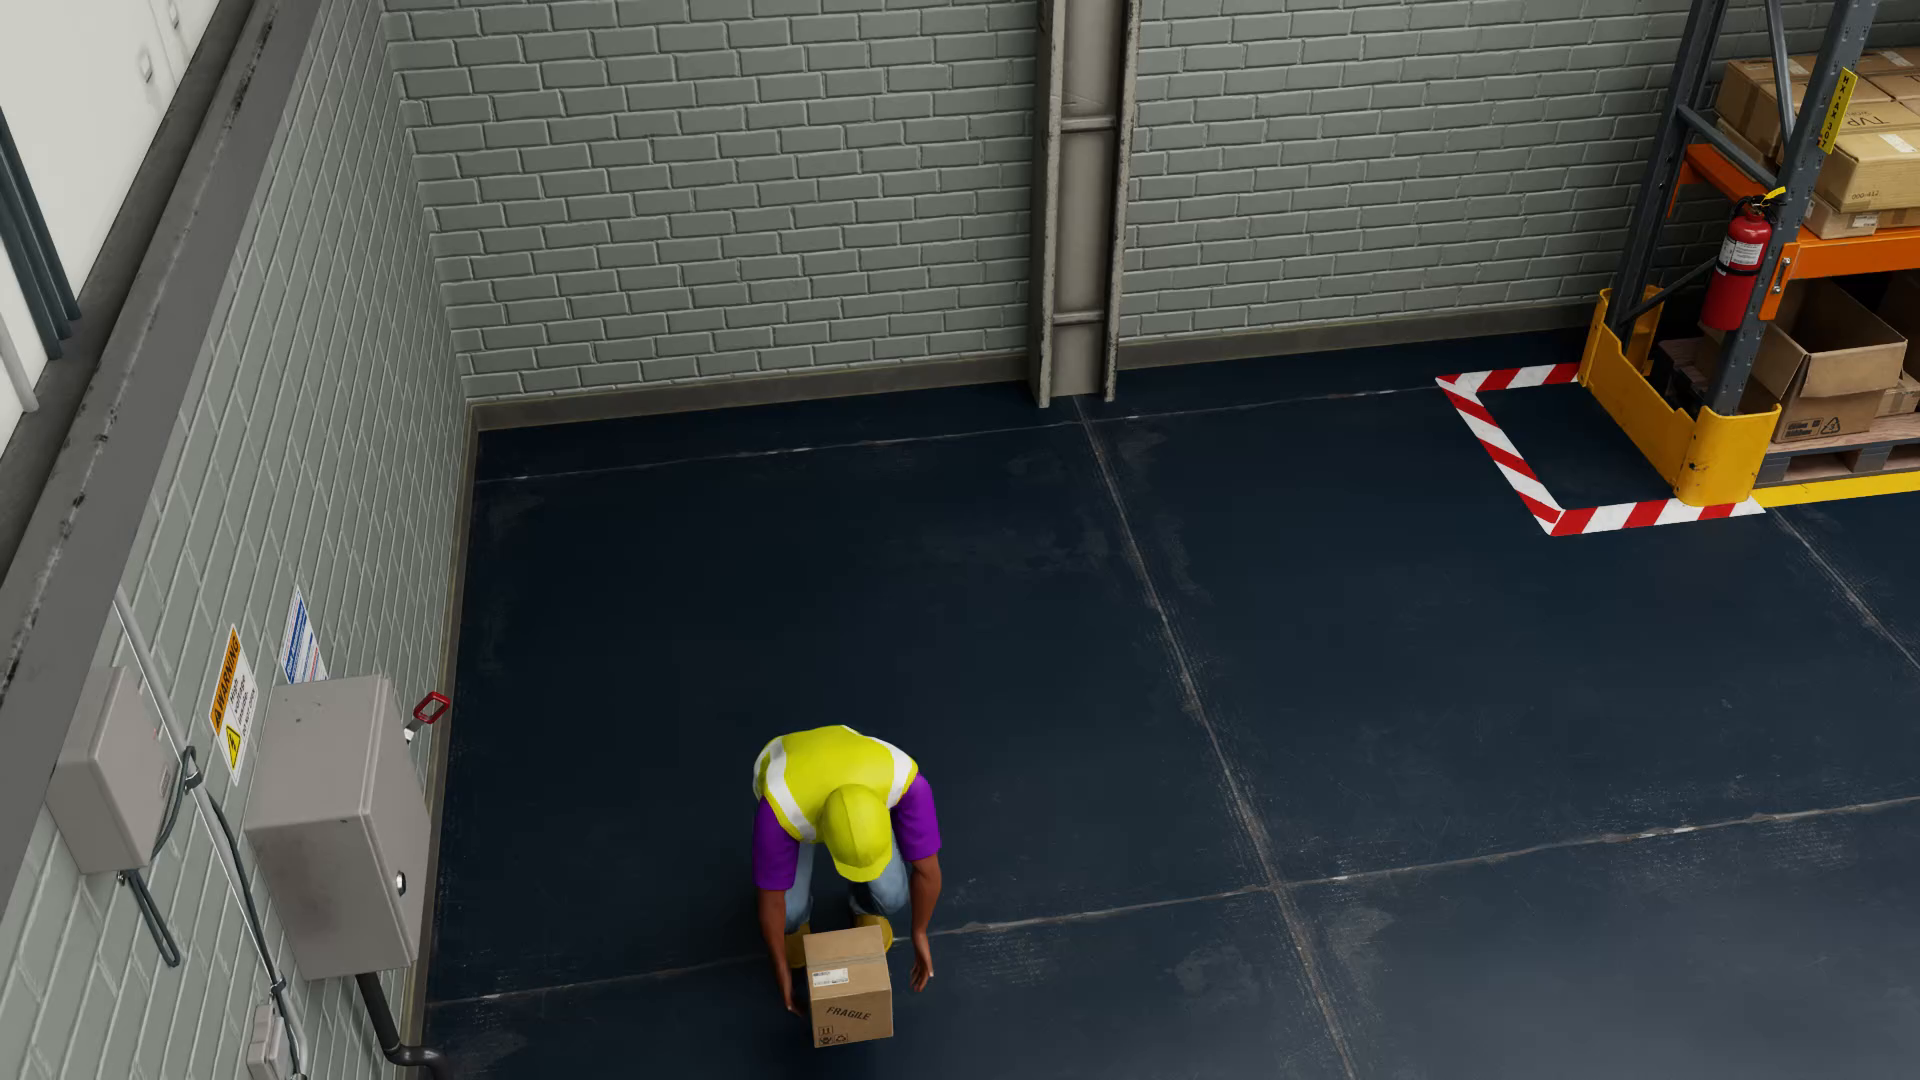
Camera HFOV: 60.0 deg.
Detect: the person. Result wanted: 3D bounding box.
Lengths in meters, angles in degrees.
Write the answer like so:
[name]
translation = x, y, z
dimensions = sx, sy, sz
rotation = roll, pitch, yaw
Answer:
[person]
translation = -0.381, 0.992, 5.415
dimensions = 0.603, 1.109, 0.860
rotation = -6, 39, -8
